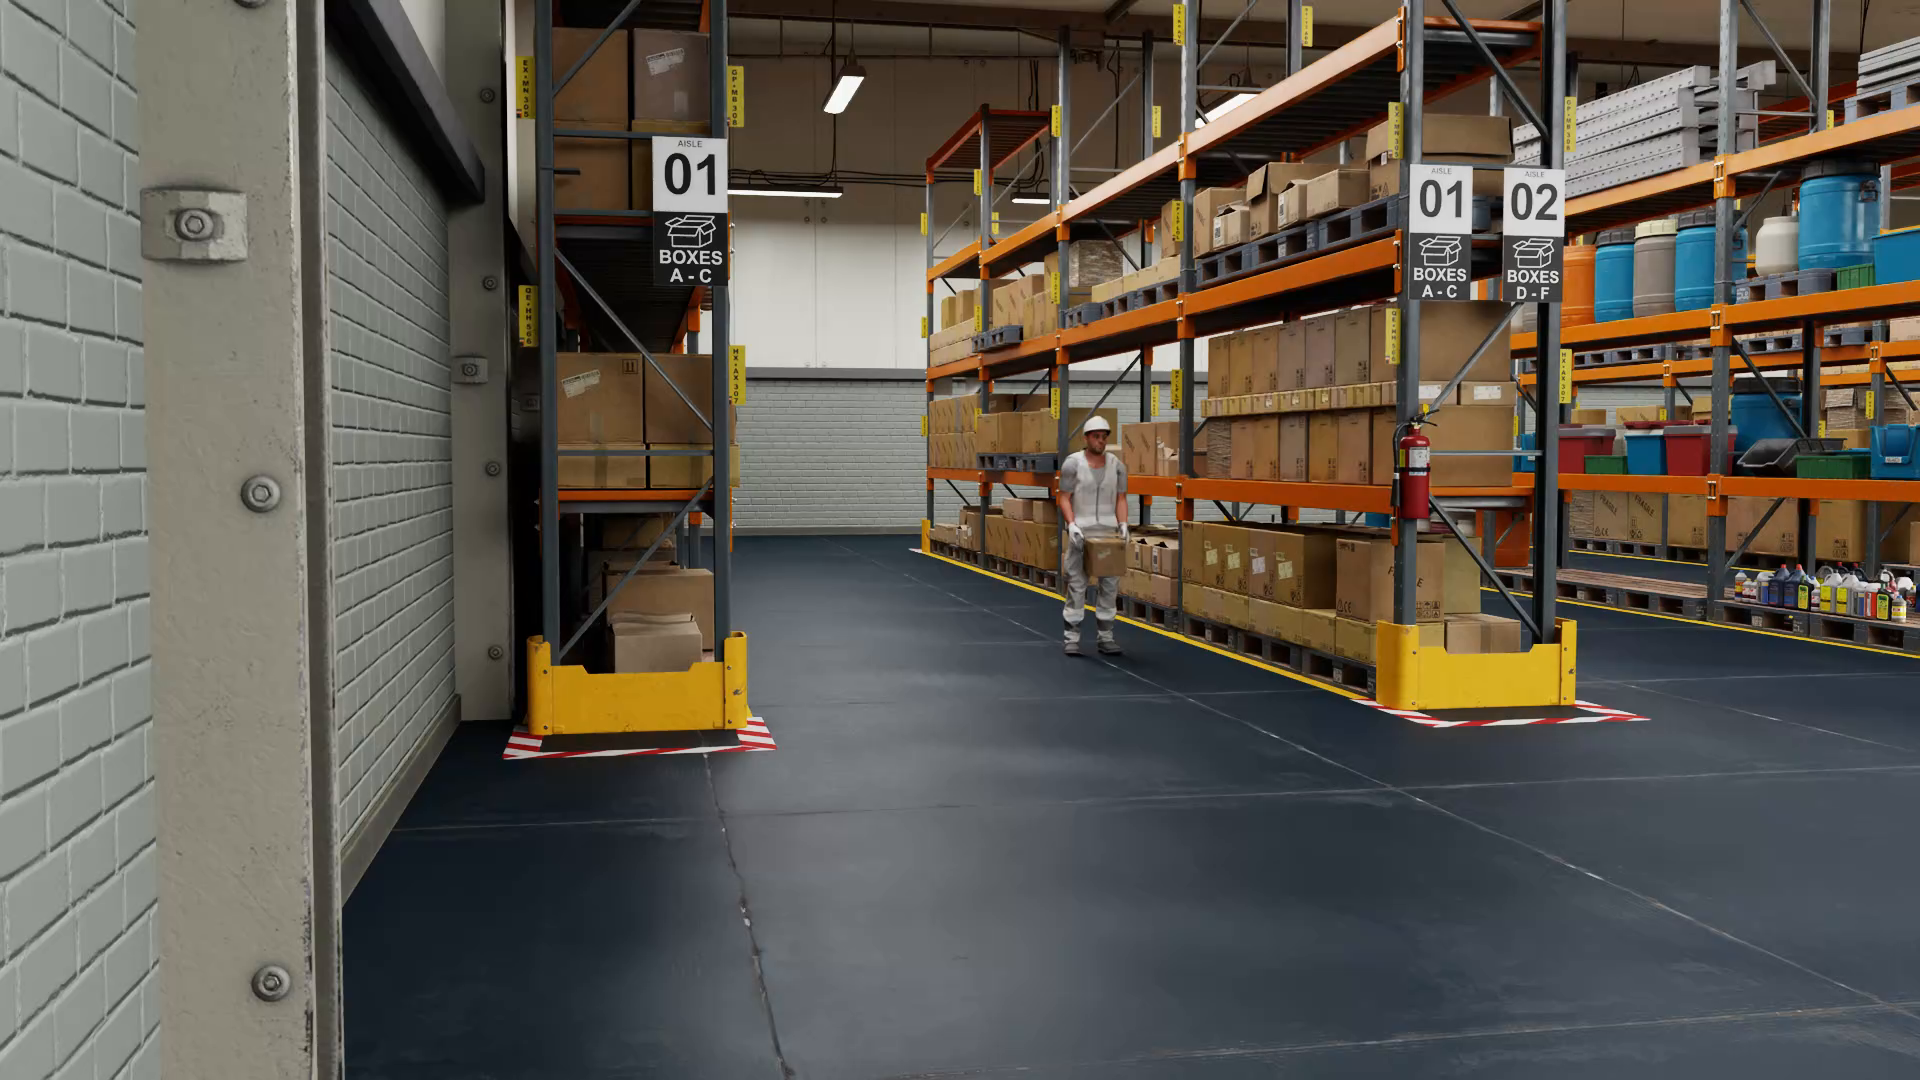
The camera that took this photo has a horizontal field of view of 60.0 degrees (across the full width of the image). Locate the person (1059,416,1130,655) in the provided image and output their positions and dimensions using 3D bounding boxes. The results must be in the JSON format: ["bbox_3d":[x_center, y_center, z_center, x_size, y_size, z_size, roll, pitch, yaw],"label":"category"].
[{"bbox_3d":[1.016,-0.036,12.500,0.539,1.790,0.437,-1,3,-13],"label":"person"}]
